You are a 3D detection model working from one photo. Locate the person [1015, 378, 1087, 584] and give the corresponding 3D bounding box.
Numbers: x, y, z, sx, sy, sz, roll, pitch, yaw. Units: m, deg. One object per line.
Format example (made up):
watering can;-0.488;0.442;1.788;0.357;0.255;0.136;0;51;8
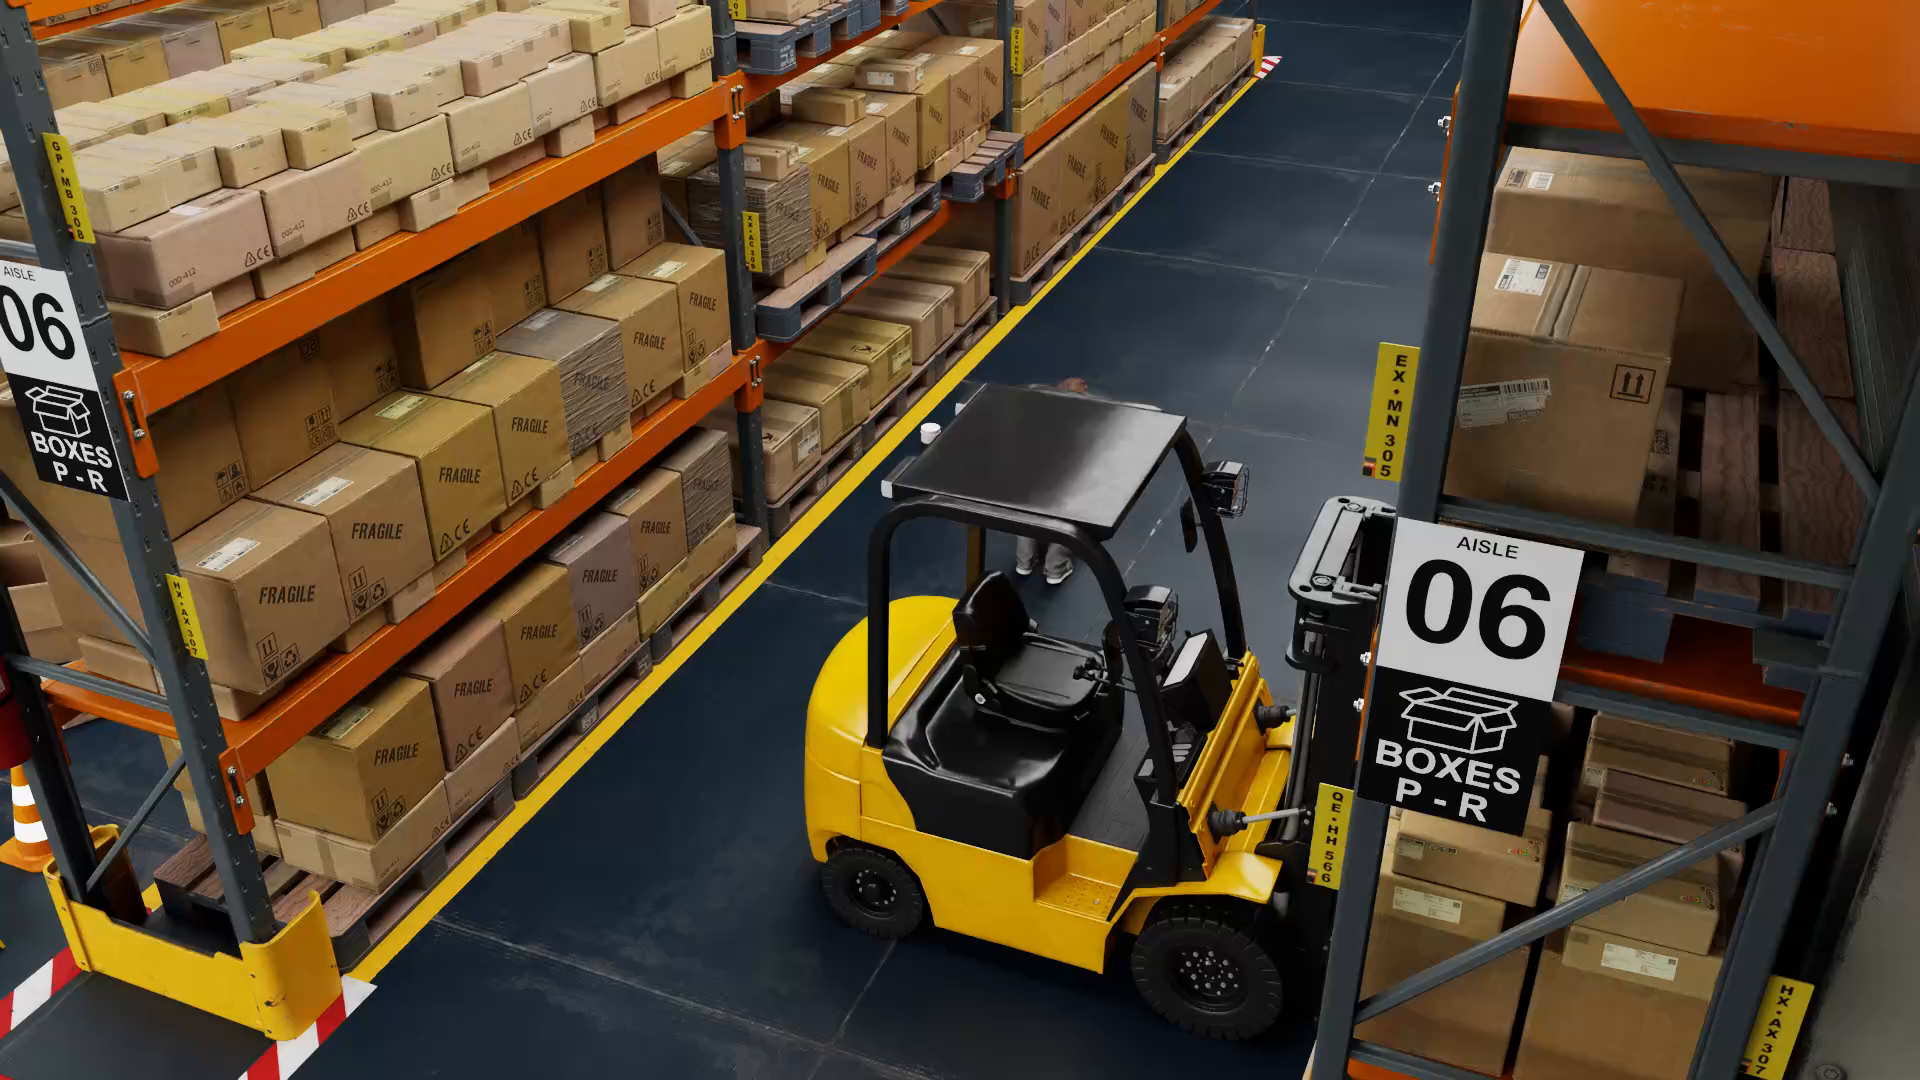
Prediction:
person;0.547;-0.340;9.569;0.389;1.012;0.868;10;32;17
